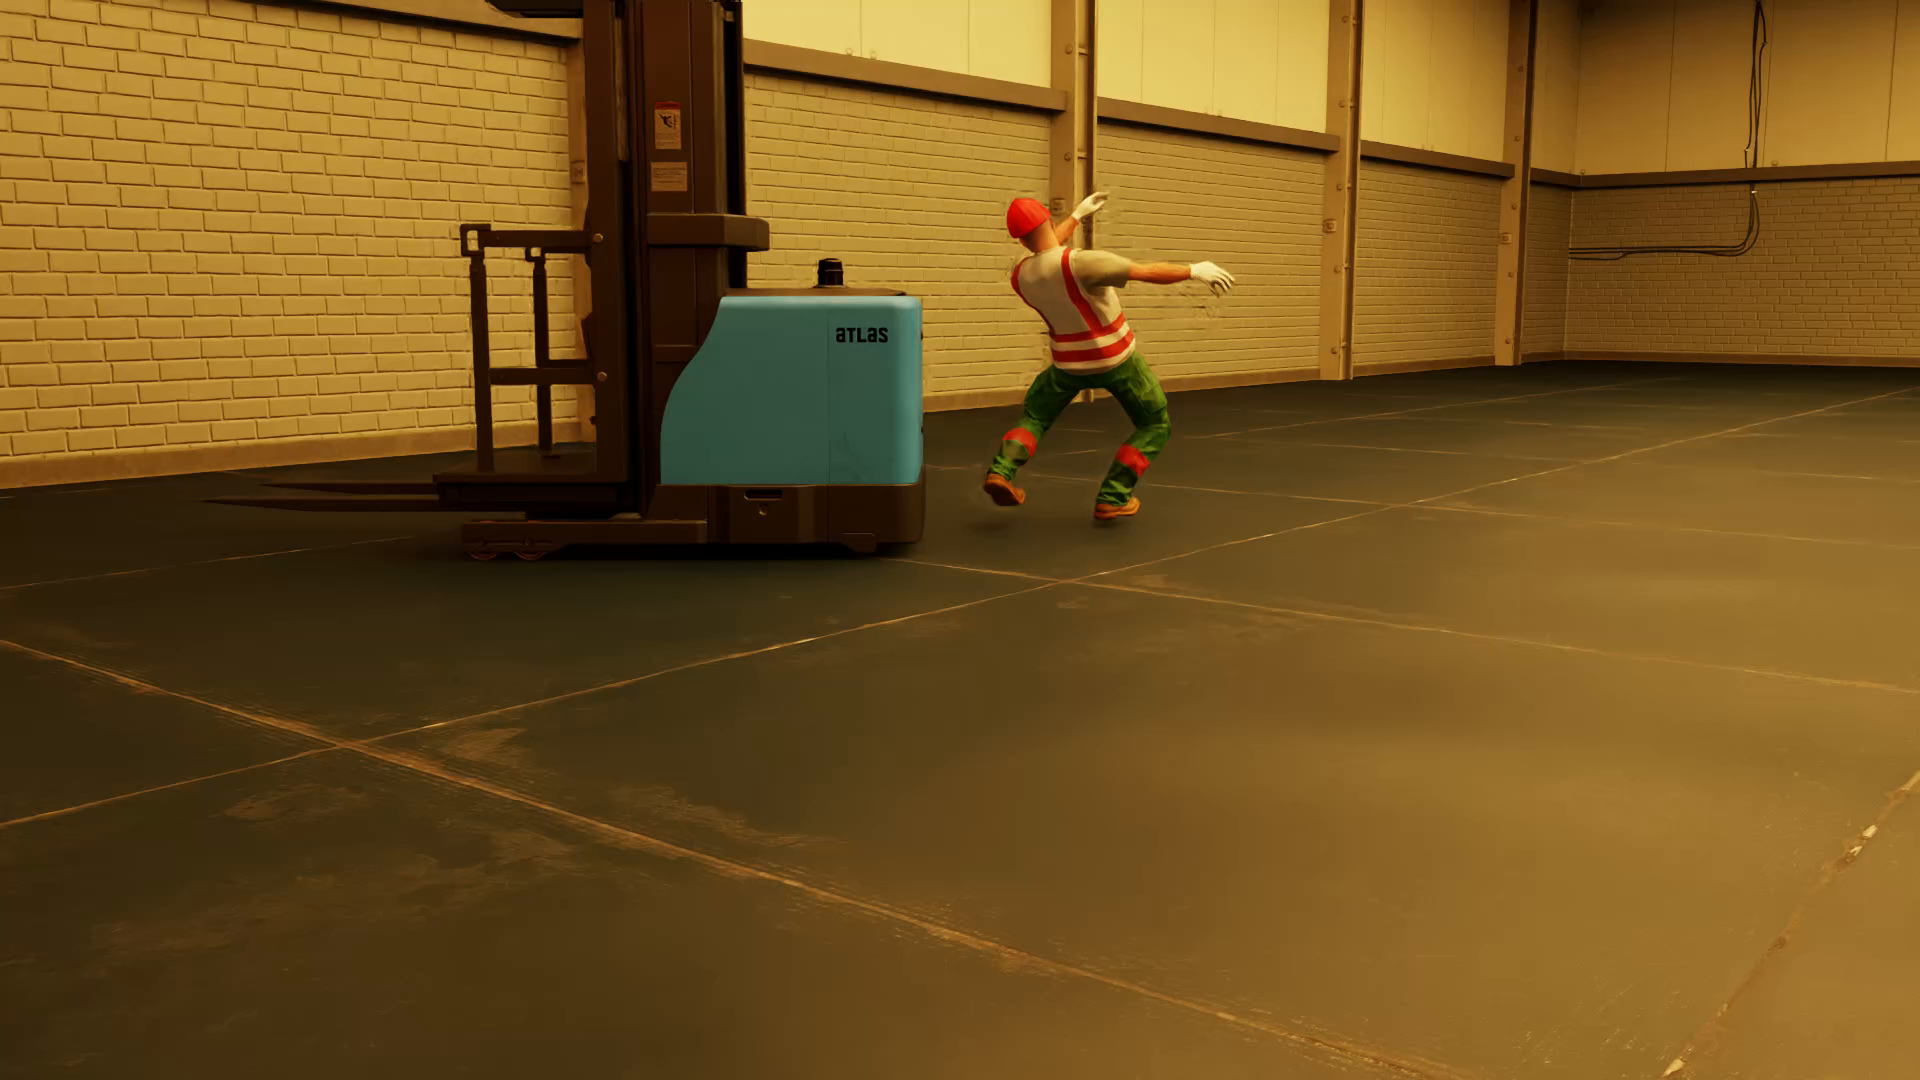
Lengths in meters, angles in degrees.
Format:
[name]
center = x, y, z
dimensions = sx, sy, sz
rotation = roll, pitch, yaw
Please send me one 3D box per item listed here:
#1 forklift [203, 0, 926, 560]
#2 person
[forklift]
center = -1.677, -1.443, 7.146
dimensions = 3.031, 2.935, 1.130
rotation = 0, 8, 0
[person]
center = 0.716, -0.869, 7.788
dimensions = 1.099, 1.545, 0.722
rotation = 4, 9, 27
